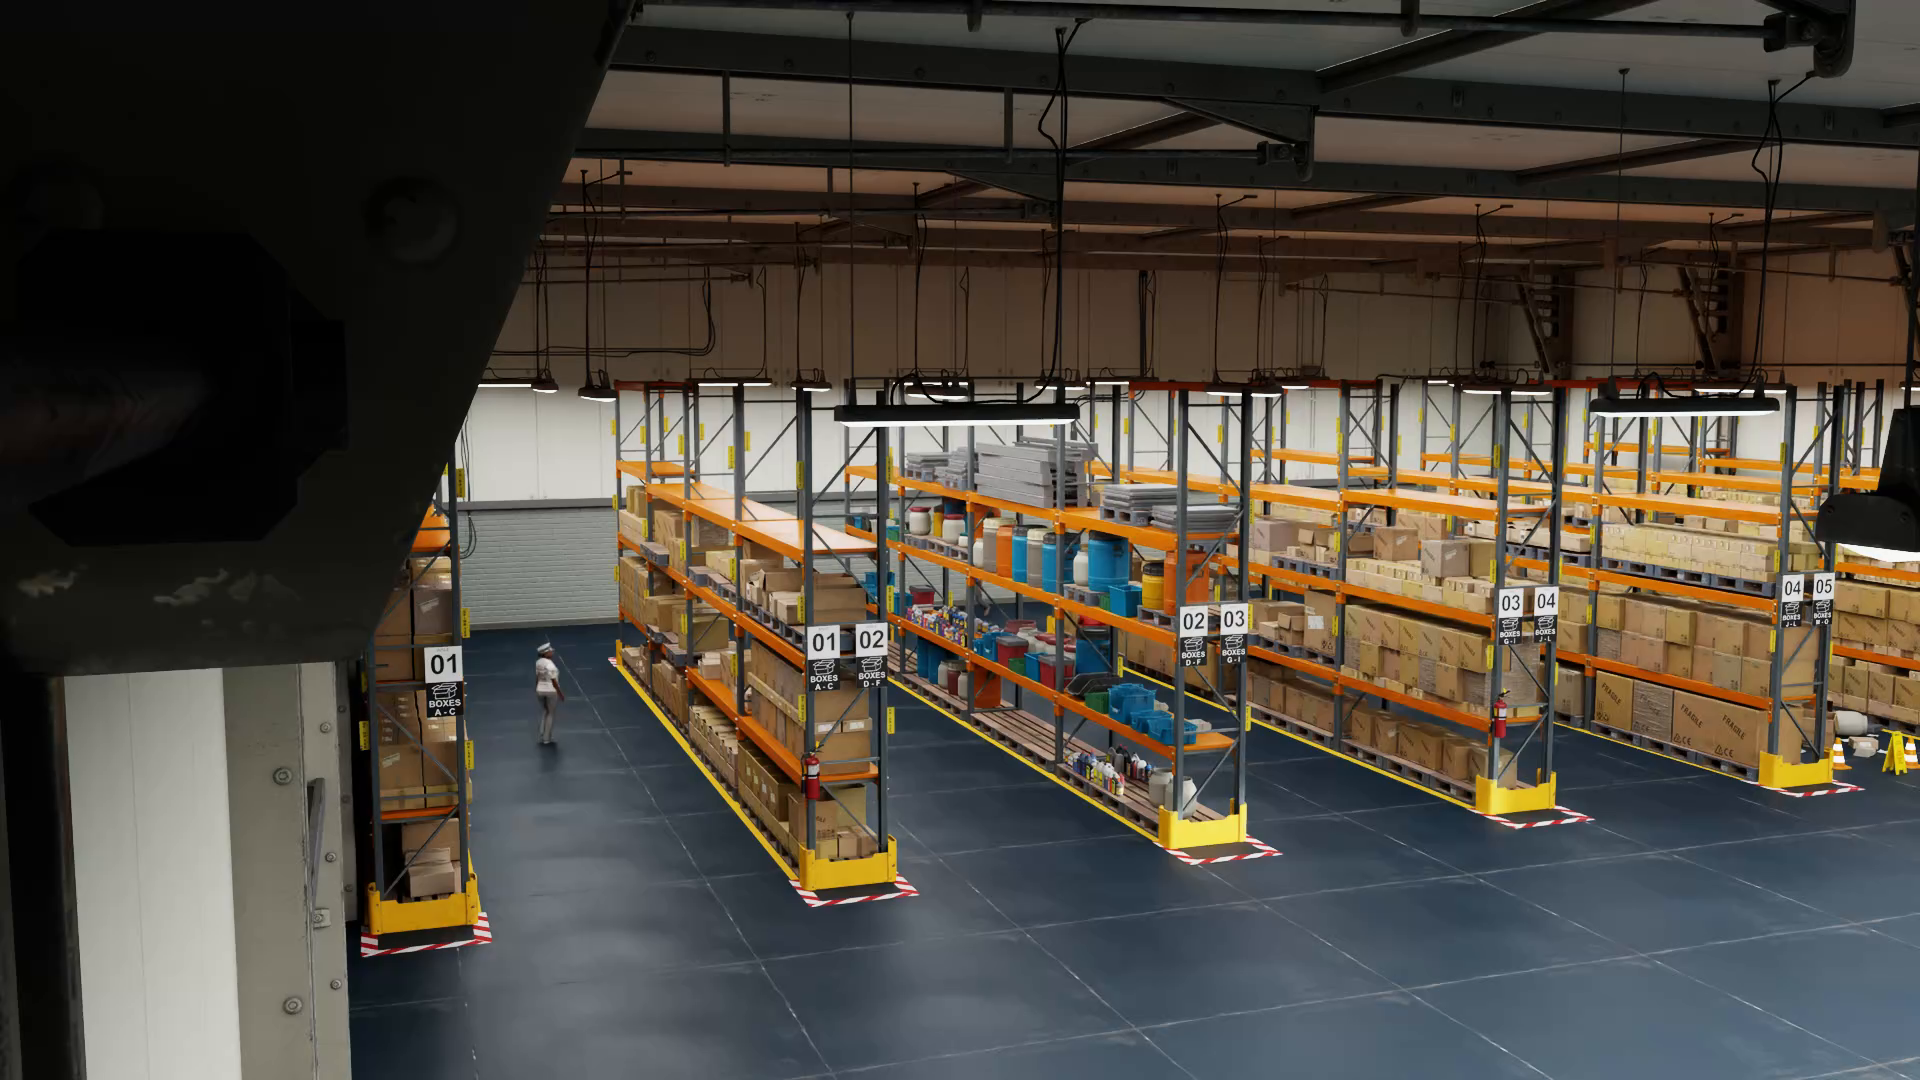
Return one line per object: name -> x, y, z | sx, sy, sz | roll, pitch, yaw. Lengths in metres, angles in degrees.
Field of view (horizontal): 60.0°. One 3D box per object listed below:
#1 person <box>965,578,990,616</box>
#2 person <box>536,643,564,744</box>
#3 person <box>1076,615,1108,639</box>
person -> 0.365, 1.143, 41.346 | 0.466, 1.632, 0.821 | 5, 8, 38
person -> -6.848, 2.562, 27.760 | 0.490, 1.726, 0.462 | 2, 6, 20
person -> 2.640, 2.032, 32.910 | 0.533, 1.712, 0.995 | -2, 6, -20
